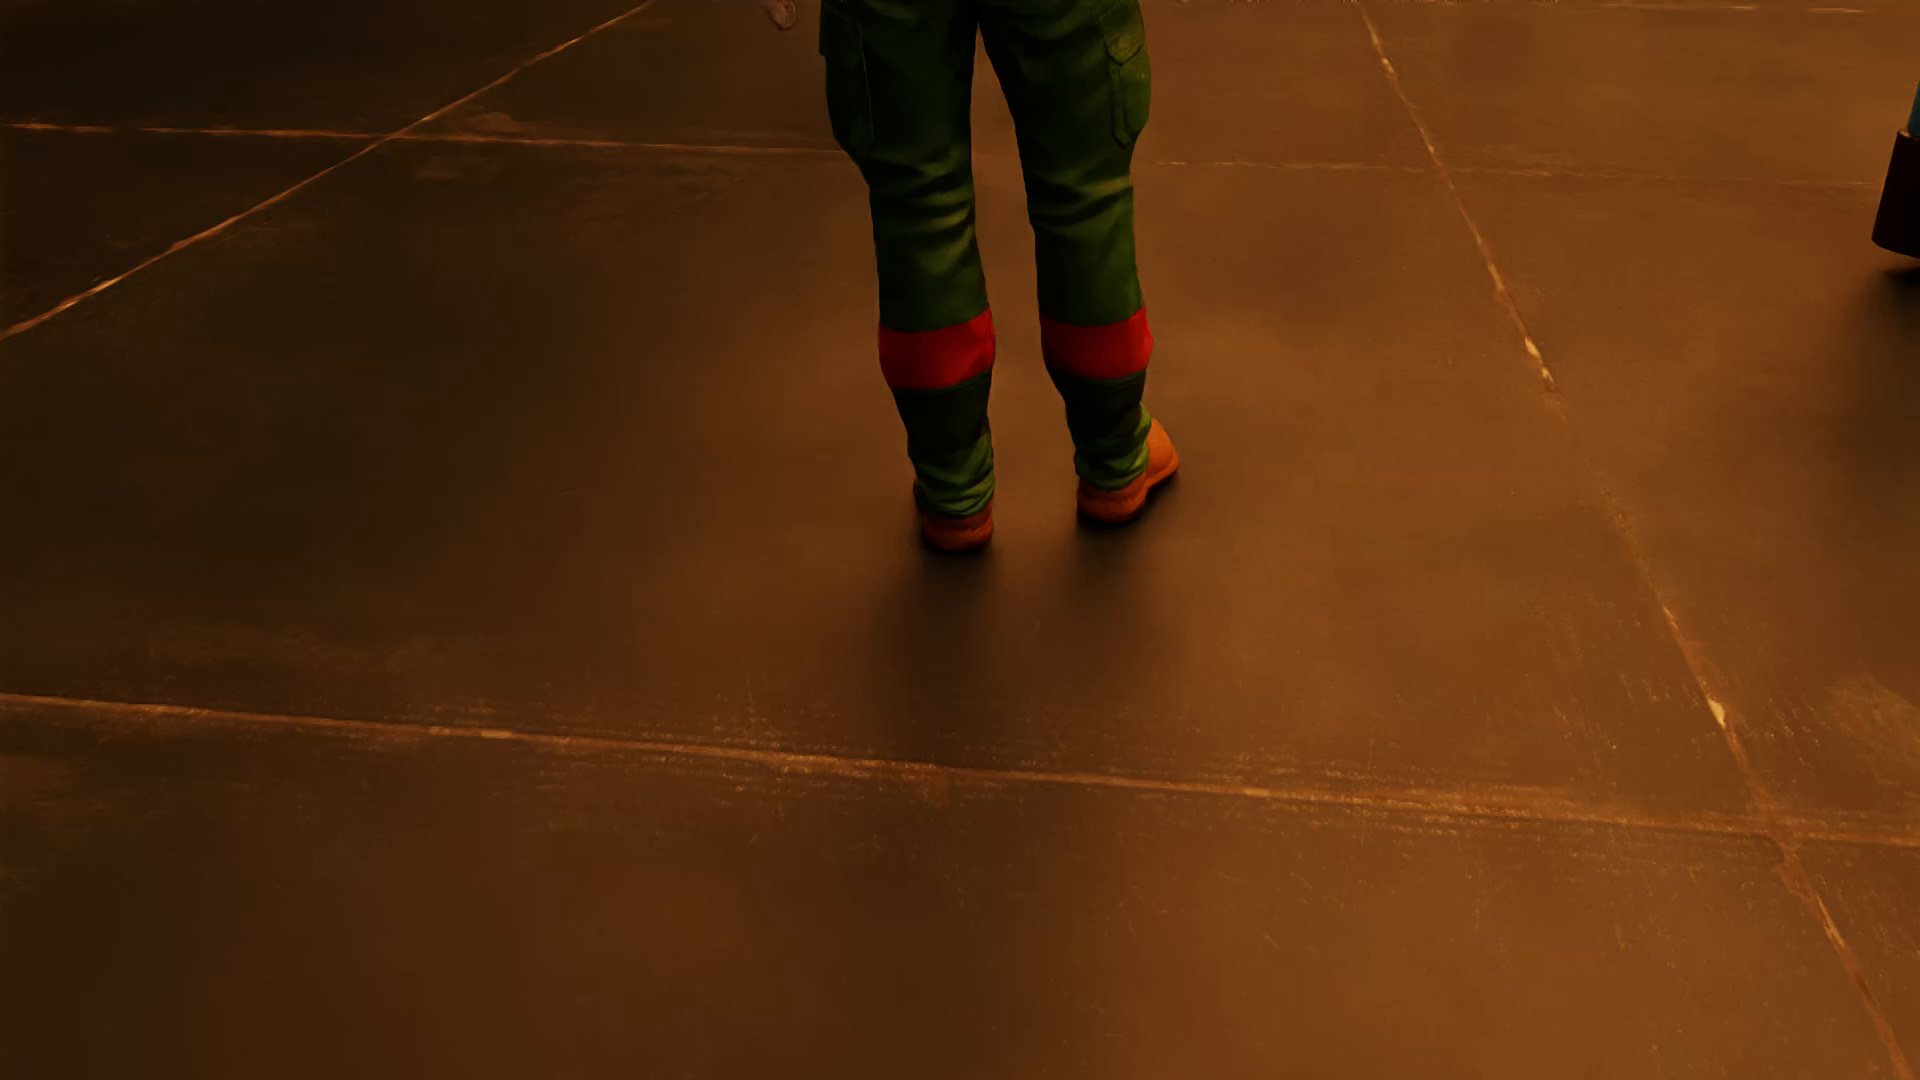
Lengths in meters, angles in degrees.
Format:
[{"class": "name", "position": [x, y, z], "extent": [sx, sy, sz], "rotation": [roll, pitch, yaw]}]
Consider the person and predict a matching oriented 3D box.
[{"class": "person", "position": [0.022, -0.842, 2.168], "extent": [0.637, 1.787, 0.561], "rotation": [3, 27, 7]}]

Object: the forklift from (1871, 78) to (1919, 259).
[{"class": "forklift", "position": [3.562, -1.981, 3.187], "extent": [3.031, 2.935, 1.130], "rotation": [-11, 29, -22]}]
